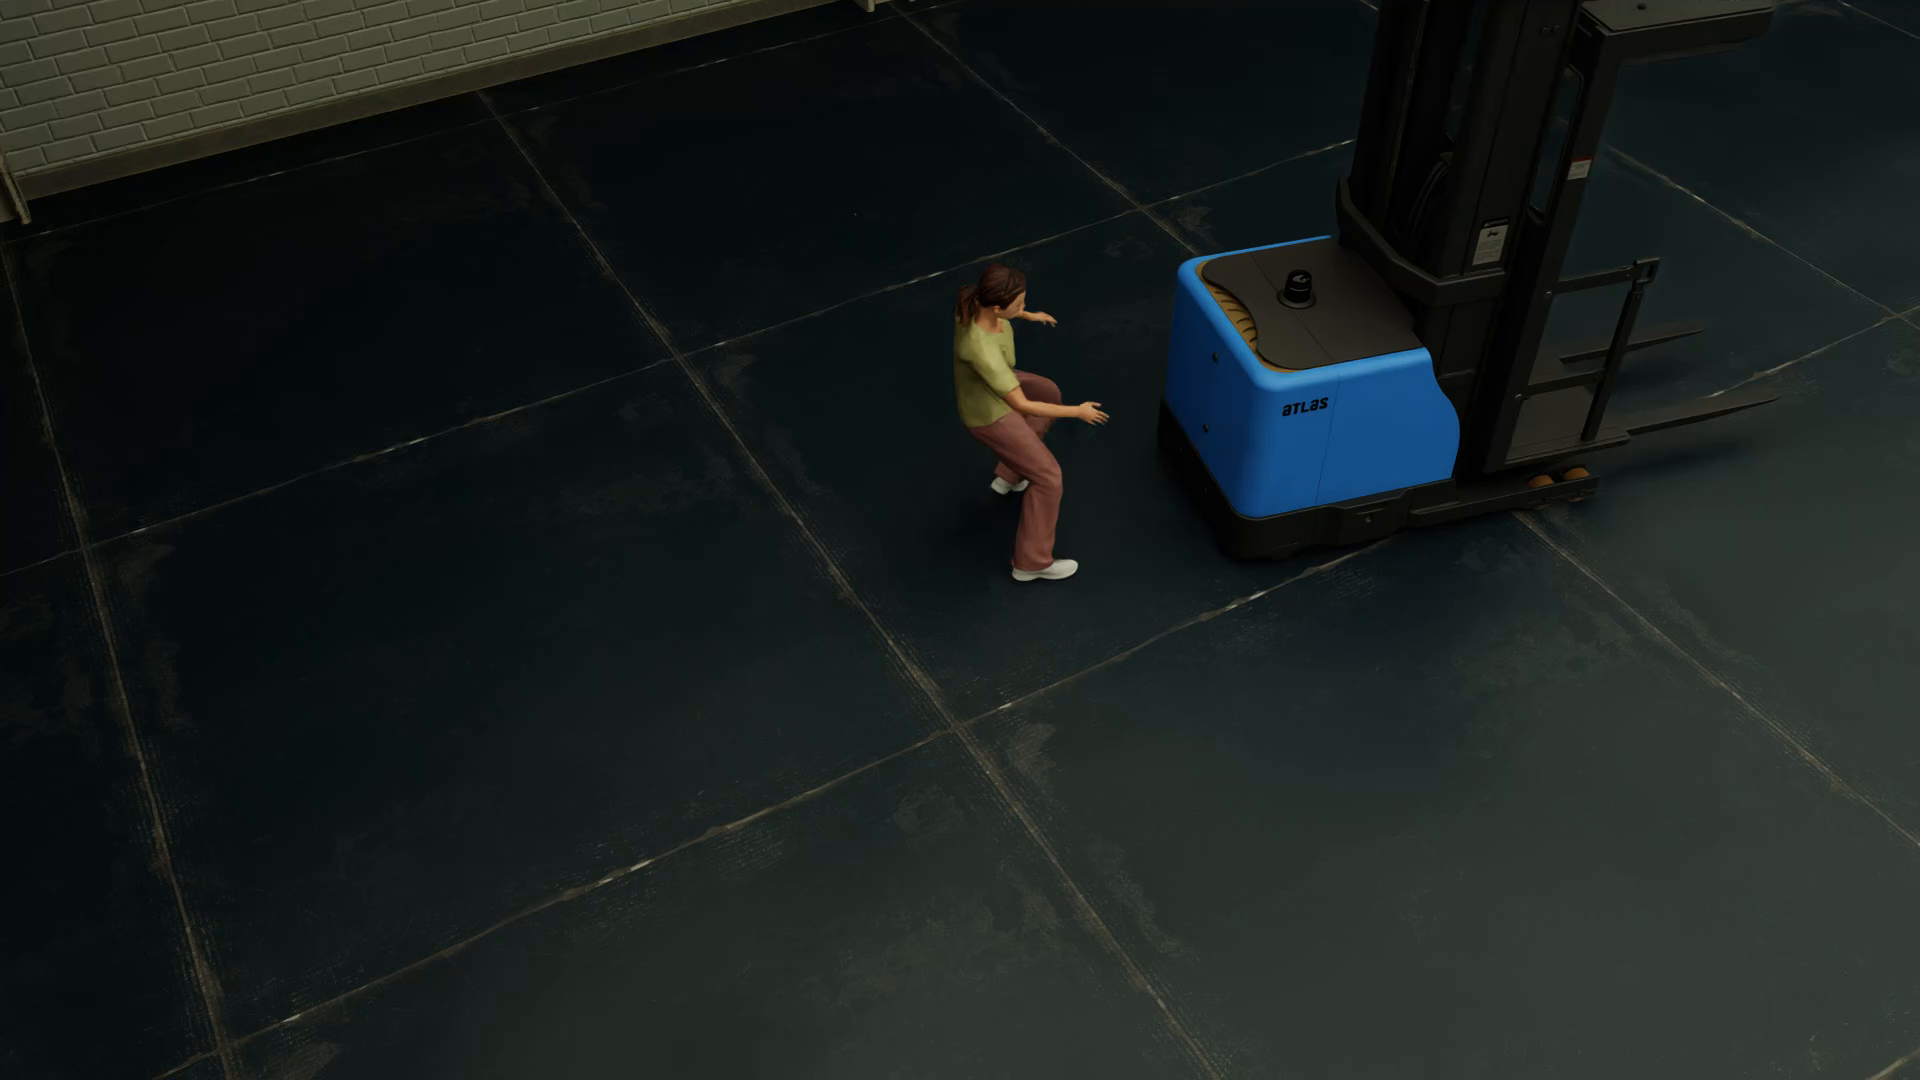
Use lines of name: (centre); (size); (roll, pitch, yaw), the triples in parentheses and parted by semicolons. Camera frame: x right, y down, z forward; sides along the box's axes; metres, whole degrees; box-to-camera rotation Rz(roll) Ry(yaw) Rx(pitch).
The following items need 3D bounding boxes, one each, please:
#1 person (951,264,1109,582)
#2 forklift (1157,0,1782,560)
person: (0.293, -0.627, 7.427); (0.674, 1.495, 0.835); (-2, 43, -2)
forklift: (2.562, -1.555, 7.375); (3.031, 2.935, 1.130); (-12, 44, -12)
